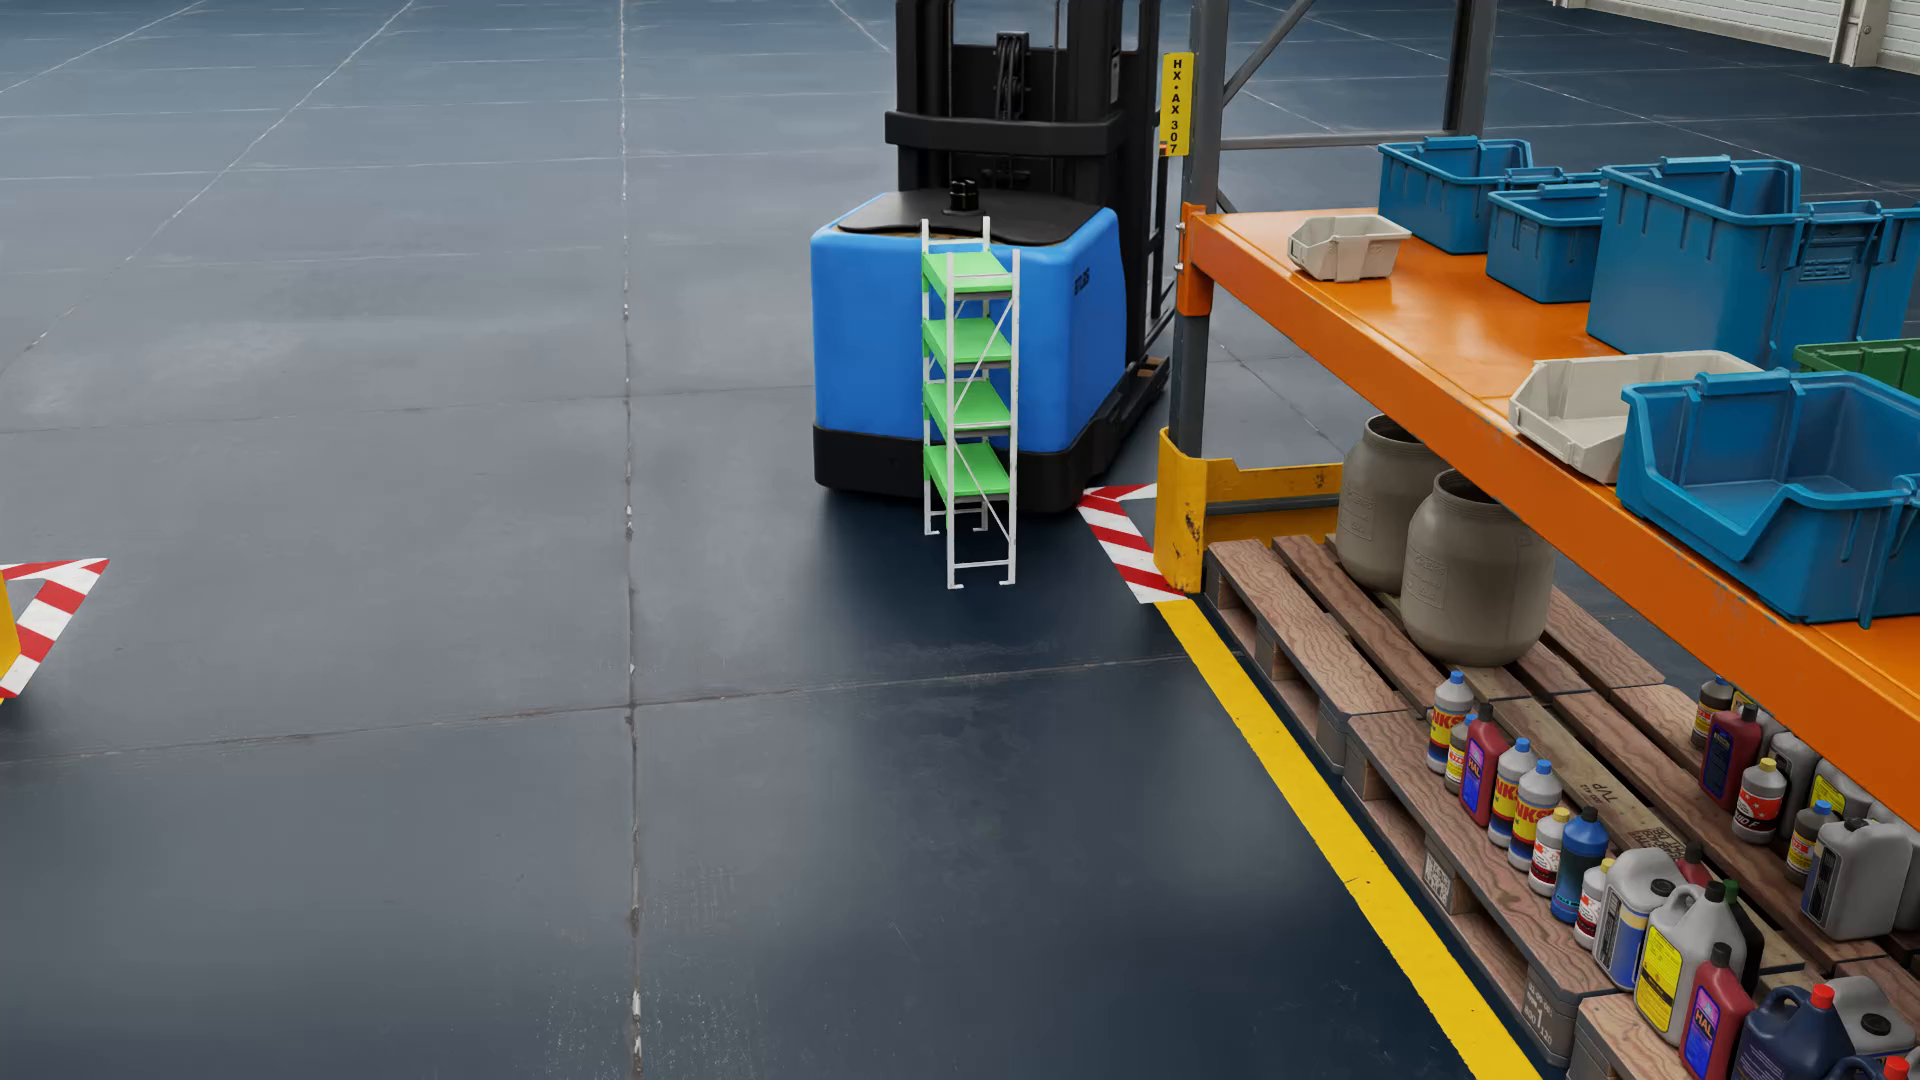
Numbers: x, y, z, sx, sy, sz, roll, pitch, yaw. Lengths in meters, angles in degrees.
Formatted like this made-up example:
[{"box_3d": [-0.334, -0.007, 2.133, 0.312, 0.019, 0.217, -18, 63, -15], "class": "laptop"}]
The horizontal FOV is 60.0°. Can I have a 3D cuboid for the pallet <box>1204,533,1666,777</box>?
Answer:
[{"box_3d": [1.446, 0.304, 5.290, 1.003, 0.211, 1.213, -4, 24, -10], "class": "pallet"}]

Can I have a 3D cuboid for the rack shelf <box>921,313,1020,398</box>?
[{"box_3d": [0.031, -0.646, 5.790, 0.258, 0.148, 0.480, -4, 24, -10], "class": "rack shelf"}]

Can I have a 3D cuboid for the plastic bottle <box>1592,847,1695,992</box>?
[{"box_3d": [1.456, 0.801, 3.522, 0.152, 0.276, 0.135, -4, 24, -9], "class": "plastic bottle"}]

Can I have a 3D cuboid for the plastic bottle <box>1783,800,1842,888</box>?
[{"box_3d": [1.980, 0.697, 3.853, 0.097, 0.201, 0.097, 0, 24, 0], "class": "plastic bottle"}]

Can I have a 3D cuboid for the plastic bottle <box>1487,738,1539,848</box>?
[{"box_3d": [1.333, 0.599, 3.989, 0.097, 0.271, 0.097, 0, 24, 0], "class": "plastic bottle"}]

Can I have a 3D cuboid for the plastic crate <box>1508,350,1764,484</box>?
[{"box_3d": [1.431, -0.246, 3.395, 0.530, 0.136, 0.437, -4, 24, -10], "class": "plastic crate"}]

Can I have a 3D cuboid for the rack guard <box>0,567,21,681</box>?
[{"box_3d": [-3.613, 0.222, 5.118, 1.175, 0.500, 0.348, -4, 24, -10], "class": "rack guard"}]

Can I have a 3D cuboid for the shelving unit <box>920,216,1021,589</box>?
[{"box_3d": [0.031, -0.485, 5.861, 0.258, 1.200, 0.503, -4, 24, -10], "class": "shelving unit"}]

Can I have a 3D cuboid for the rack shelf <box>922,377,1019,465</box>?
[{"box_3d": [0.031, -0.426, 5.886, 0.258, 0.148, 0.480, -4, 24, -10], "class": "rack shelf"}]

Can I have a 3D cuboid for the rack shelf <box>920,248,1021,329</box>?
[{"box_3d": [0.031, -0.866, 5.694, 0.258, 0.148, 0.480, -4, 24, -10], "class": "rack shelf"}]

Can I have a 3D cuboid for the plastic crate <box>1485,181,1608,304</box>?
[{"box_3d": [1.742, -0.822, 4.569, 0.499, 0.251, 0.408, -4, 24, -10], "class": "plastic crate"}]

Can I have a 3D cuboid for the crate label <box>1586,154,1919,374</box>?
[{"box_3d": [1.847, -0.633, 3.906, 0.502, 0.435, 0.616, -4, 24, -10], "class": "crate label"}]

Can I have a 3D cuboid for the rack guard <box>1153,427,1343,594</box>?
[{"box_3d": [1.301, -0.148, 5.965, 1.175, 0.500, 0.348, -4, 24, -10], "class": "rack guard"}]

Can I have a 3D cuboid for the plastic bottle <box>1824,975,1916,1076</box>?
[{"box_3d": [1.683, 0.971, 3.132, 0.152, 0.276, 0.135, -4, 24, -10], "class": "plastic bottle"}]

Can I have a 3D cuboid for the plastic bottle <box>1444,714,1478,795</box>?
[{"box_3d": [1.289, 0.537, 4.218, 0.097, 0.201, 0.097, 0, 24, 0], "class": "plastic bottle"}]

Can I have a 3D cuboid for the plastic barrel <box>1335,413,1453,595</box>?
[{"box_3d": [1.437, -0.119, 5.359, 0.421, 0.512, 0.421, 0, 24, 0], "class": "plastic barrel"}]

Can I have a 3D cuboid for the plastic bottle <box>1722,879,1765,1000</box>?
[{"box_3d": [1.579, 0.844, 3.414, 0.061, 0.283, 0.133, -4, 24, -10], "class": "plastic bottle"}]

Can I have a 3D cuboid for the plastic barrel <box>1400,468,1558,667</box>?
[{"box_3d": [1.530, 0.078, 4.908, 0.421, 0.512, 0.421, 0, 24, 0], "class": "plastic barrel"}]

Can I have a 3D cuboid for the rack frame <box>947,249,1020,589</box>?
[{"box_3d": [0.076, -0.389, 5.641, 0.240, 1.200, 0.015, -4, 24, -10], "class": "rack frame"}]

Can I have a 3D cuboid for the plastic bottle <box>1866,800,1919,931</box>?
[{"box_3d": [2.125, 0.676, 3.715, 0.144, 0.351, 0.185, -4, 24, -10], "class": "plastic bottle"}]

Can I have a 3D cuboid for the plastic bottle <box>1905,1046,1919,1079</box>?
[{"box_3d": [1.719, 1.023, 2.921, 0.144, 0.351, 0.185, -4, 24, -10], "class": "plastic bottle"}]

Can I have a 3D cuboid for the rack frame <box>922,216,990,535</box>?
[{"box_3d": [-0.015, -0.581, 6.081, 0.240, 1.200, 0.015, -4, 24, -10], "class": "rack frame"}]

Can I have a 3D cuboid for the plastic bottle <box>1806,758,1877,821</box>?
[{"box_3d": [2.091, 0.603, 3.883, 0.144, 0.351, 0.185, -3, 24, -8], "class": "plastic bottle"}]

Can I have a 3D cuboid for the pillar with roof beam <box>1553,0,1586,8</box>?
[{"box_3d": [4.397, -11.353, 21.001, 9.100, 9.000, 0.400, -4, 24, -10], "class": "pillar with roof beam"}]

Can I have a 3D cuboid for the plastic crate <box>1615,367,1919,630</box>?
[{"box_3d": [1.509, -0.094, 2.903, 0.499, 0.251, 0.616, -4, 24, -10], "class": "plastic crate"}]

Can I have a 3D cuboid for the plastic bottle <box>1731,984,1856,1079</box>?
[{"box_3d": [1.542, 0.958, 3.069, 0.144, 0.351, 0.185, -6, 24, -12], "class": "plastic bottle"}]

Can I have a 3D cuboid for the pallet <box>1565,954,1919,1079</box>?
[{"box_3d": [1.897, 1.264, 3.093, 1.003, 0.211, 1.213, -4, 24, -10], "class": "pallet"}]

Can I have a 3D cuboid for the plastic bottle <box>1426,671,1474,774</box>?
[{"box_3d": [1.269, 0.465, 4.298, 0.097, 0.271, 0.097, 0, 24, 0], "class": "plastic bottle"}]

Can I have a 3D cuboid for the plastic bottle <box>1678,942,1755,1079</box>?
[{"box_3d": [1.471, 0.928, 3.222, 0.061, 0.283, 0.133, -3, 24, -6], "class": "plastic bottle"}]

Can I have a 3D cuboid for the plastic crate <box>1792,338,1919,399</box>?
[{"box_3d": [2.006, -0.205, 3.236, 0.450, 0.188, 0.662, -4, 24, -10], "class": "plastic crate"}]

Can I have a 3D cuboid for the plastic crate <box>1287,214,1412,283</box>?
[{"box_3d": [1.090, -0.824, 4.718, 0.298, 0.136, 0.250, -4, 24, -10], "class": "plastic crate"}]

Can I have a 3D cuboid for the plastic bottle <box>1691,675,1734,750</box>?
[{"box_3d": [2.011, 0.450, 4.418, 0.097, 0.201, 0.097, 0, 24, 0], "class": "plastic bottle"}]

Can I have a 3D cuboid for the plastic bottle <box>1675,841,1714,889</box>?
[{"box_3d": [1.561, 0.789, 3.539, 0.061, 0.283, 0.133, -4, 24, -10], "class": "plastic bottle"}]

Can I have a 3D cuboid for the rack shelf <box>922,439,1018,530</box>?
[{"box_3d": [0.031, -0.206, 5.982, 0.258, 0.148, 0.480, -4, 24, -10], "class": "rack shelf"}]

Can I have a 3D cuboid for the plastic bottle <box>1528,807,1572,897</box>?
[{"box_3d": [1.370, 0.710, 3.824, 0.097, 0.201, 0.097, 0, 24, 0], "class": "plastic bottle"}]

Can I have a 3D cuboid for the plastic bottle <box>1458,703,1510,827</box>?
[{"box_3d": [1.293, 0.550, 4.088, 0.061, 0.283, 0.133, -4, 24, -9], "class": "plastic bottle"}]

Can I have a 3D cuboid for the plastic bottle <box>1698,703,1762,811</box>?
[{"box_3d": [1.926, 0.522, 4.151, 0.061, 0.283, 0.133, -4, 24, -10], "class": "plastic bottle"}]

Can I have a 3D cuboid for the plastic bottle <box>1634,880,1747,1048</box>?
[{"box_3d": [1.483, 0.831, 3.360, 0.144, 0.351, 0.185, -4, 24, -10], "class": "plastic bottle"}]

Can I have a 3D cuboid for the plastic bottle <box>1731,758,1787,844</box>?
[{"box_3d": [1.937, 0.623, 4.023, 0.097, 0.201, 0.097, 0, 24, 0], "class": "plastic bottle"}]

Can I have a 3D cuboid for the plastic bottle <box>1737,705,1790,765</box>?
[{"box_3d": [2.031, 0.517, 4.171, 0.152, 0.276, 0.135, -4, 24, -9], "class": "plastic bottle"}]

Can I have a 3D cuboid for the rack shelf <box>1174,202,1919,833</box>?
[{"box_3d": [1.610, -0.204, 3.868, 1.077, 0.370, 4.000, -4, 24, -10], "class": "rack shelf"}]

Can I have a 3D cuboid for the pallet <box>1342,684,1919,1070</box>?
[{"box_3d": [1.668, 0.783, 4.194, 1.003, 0.211, 1.213, -4, 24, -10], "class": "pallet"}]

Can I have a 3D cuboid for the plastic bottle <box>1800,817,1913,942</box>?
[{"box_3d": [1.984, 0.731, 3.682, 0.152, 0.276, 0.135, -4, 24, -10], "class": "plastic bottle"}]

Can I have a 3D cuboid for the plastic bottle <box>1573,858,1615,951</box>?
[{"box_3d": [1.408, 0.791, 3.638, 0.097, 0.201, 0.097, 0, 24, 0], "class": "plastic bottle"}]

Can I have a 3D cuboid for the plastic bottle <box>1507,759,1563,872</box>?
[{"box_3d": [1.351, 0.639, 3.899, 0.097, 0.271, 0.097, 0, 24, 0], "class": "plastic bottle"}]

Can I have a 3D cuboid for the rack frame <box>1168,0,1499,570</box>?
[{"box_3d": [1.240, -1.320, 5.525, 1.000, 3.000, 0.127, -4, 24, -10], "class": "rack frame"}]

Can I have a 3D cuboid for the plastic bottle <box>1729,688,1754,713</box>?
[{"box_3d": [2.050, 0.457, 4.299, 0.061, 0.283, 0.133, -4, 24, -8], "class": "plastic bottle"}]

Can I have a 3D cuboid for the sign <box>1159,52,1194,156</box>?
[{"box_3d": [0.699, -1.408, 5.381, 0.100, 0.325, 0.005, -4, 24, -10], "class": "sign"}]

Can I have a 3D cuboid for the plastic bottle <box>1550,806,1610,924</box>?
[{"box_3d": [1.389, 0.718, 3.716, 0.097, 0.271, 0.097, 0, 24, 0], "class": "plastic bottle"}]

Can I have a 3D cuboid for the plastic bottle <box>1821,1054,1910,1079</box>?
[{"box_3d": [1.578, 1.033, 2.896, 0.144, 0.351, 0.185, -5, 24, -11], "class": "plastic bottle"}]

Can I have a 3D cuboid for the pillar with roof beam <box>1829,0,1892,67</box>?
[{"box_3d": [5.506, -8.993, 15.597, 9.100, 9.000, 0.400, -4, 24, -10], "class": "pillar with roof beam"}]

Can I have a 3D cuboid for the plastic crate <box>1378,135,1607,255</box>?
[{"box_3d": [1.627, -1.077, 5.155, 0.499, 0.251, 0.616, -4, 24, -10], "class": "plastic crate"}]

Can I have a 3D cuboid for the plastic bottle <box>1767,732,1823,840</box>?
[{"box_3d": [2.056, 0.572, 4.046, 0.152, 0.276, 0.135, -5, 24, -11], "class": "plastic bottle"}]

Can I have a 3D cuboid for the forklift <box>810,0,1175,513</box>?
[{"box_3d": [0.357, -2.008, 7.185, 1.130, 2.935, 3.031, 7, 25, 16], "class": "forklift"}]
